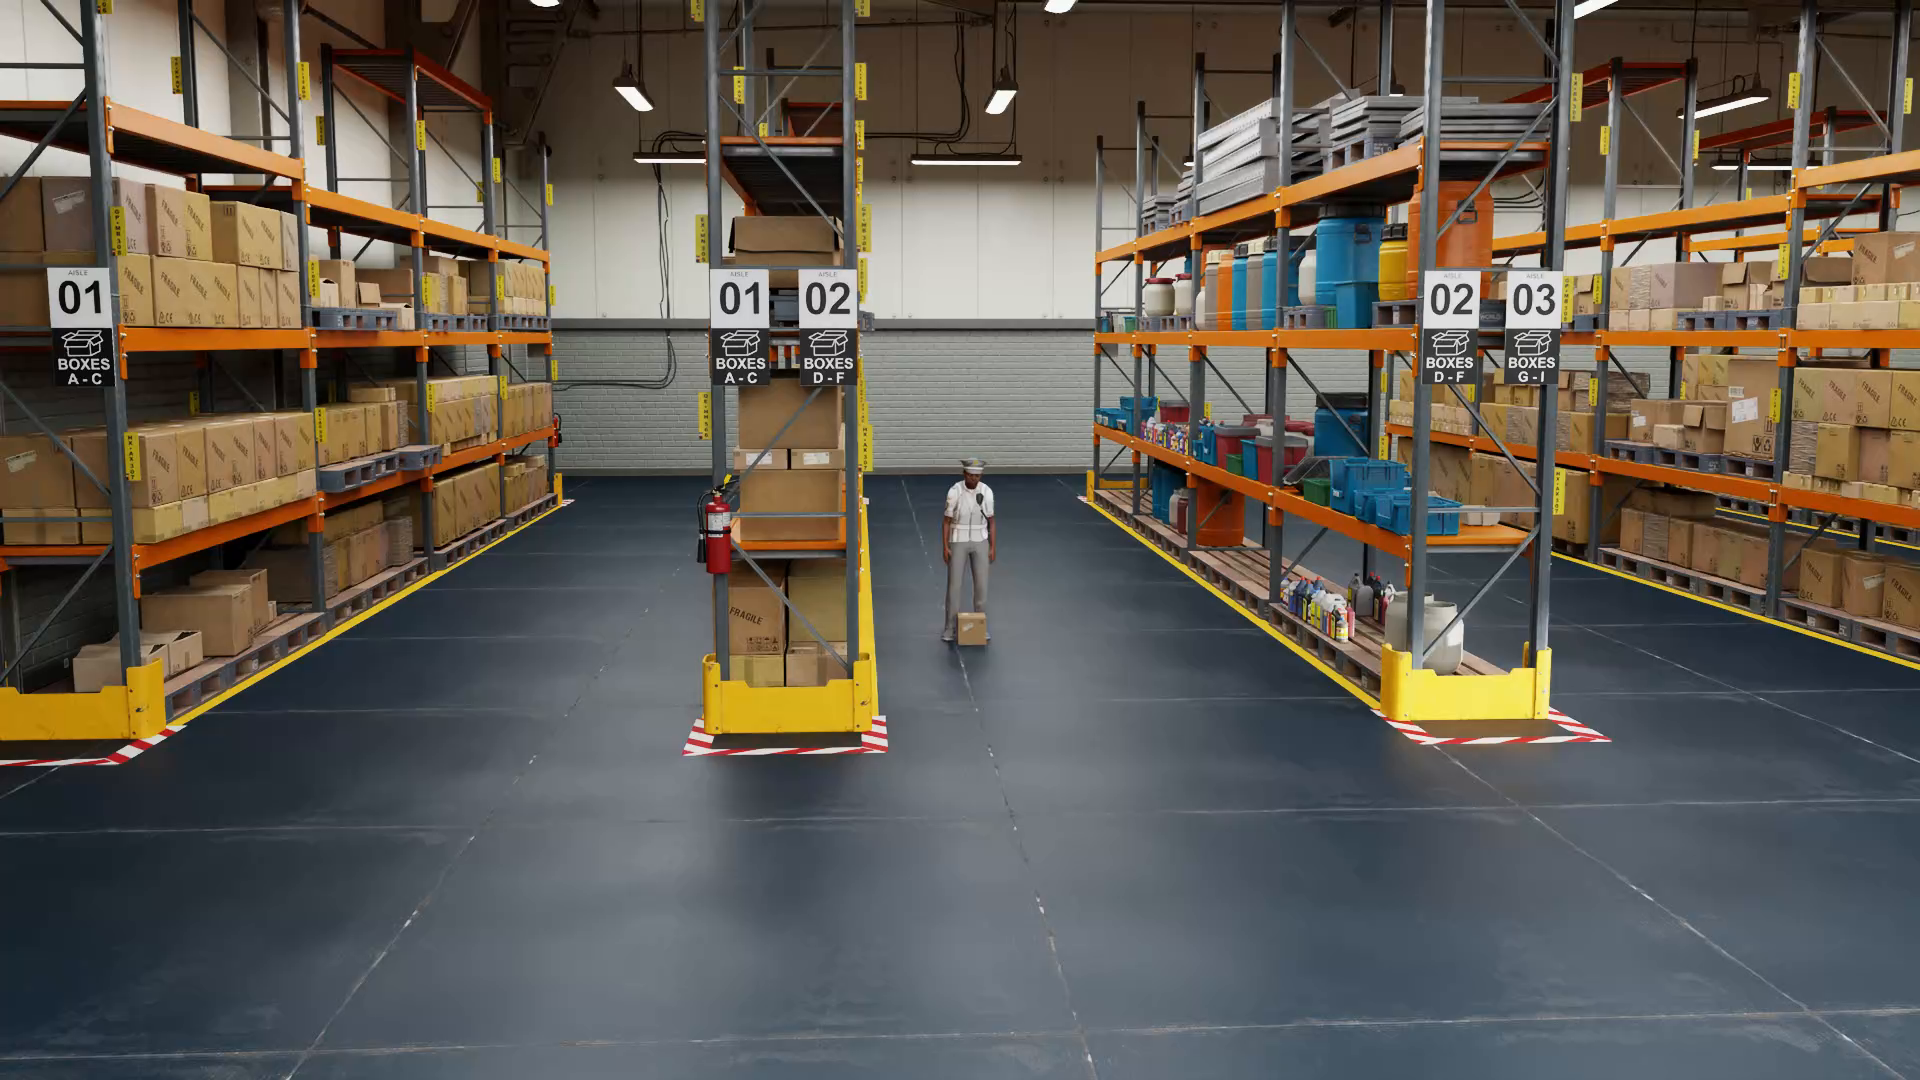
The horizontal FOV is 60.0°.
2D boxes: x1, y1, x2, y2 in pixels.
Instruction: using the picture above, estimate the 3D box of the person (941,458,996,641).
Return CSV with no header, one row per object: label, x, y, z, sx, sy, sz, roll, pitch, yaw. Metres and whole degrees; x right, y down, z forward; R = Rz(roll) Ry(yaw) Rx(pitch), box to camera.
person,0.075,0.077,15.137,0.518,1.655,0.397,-1,7,-6
